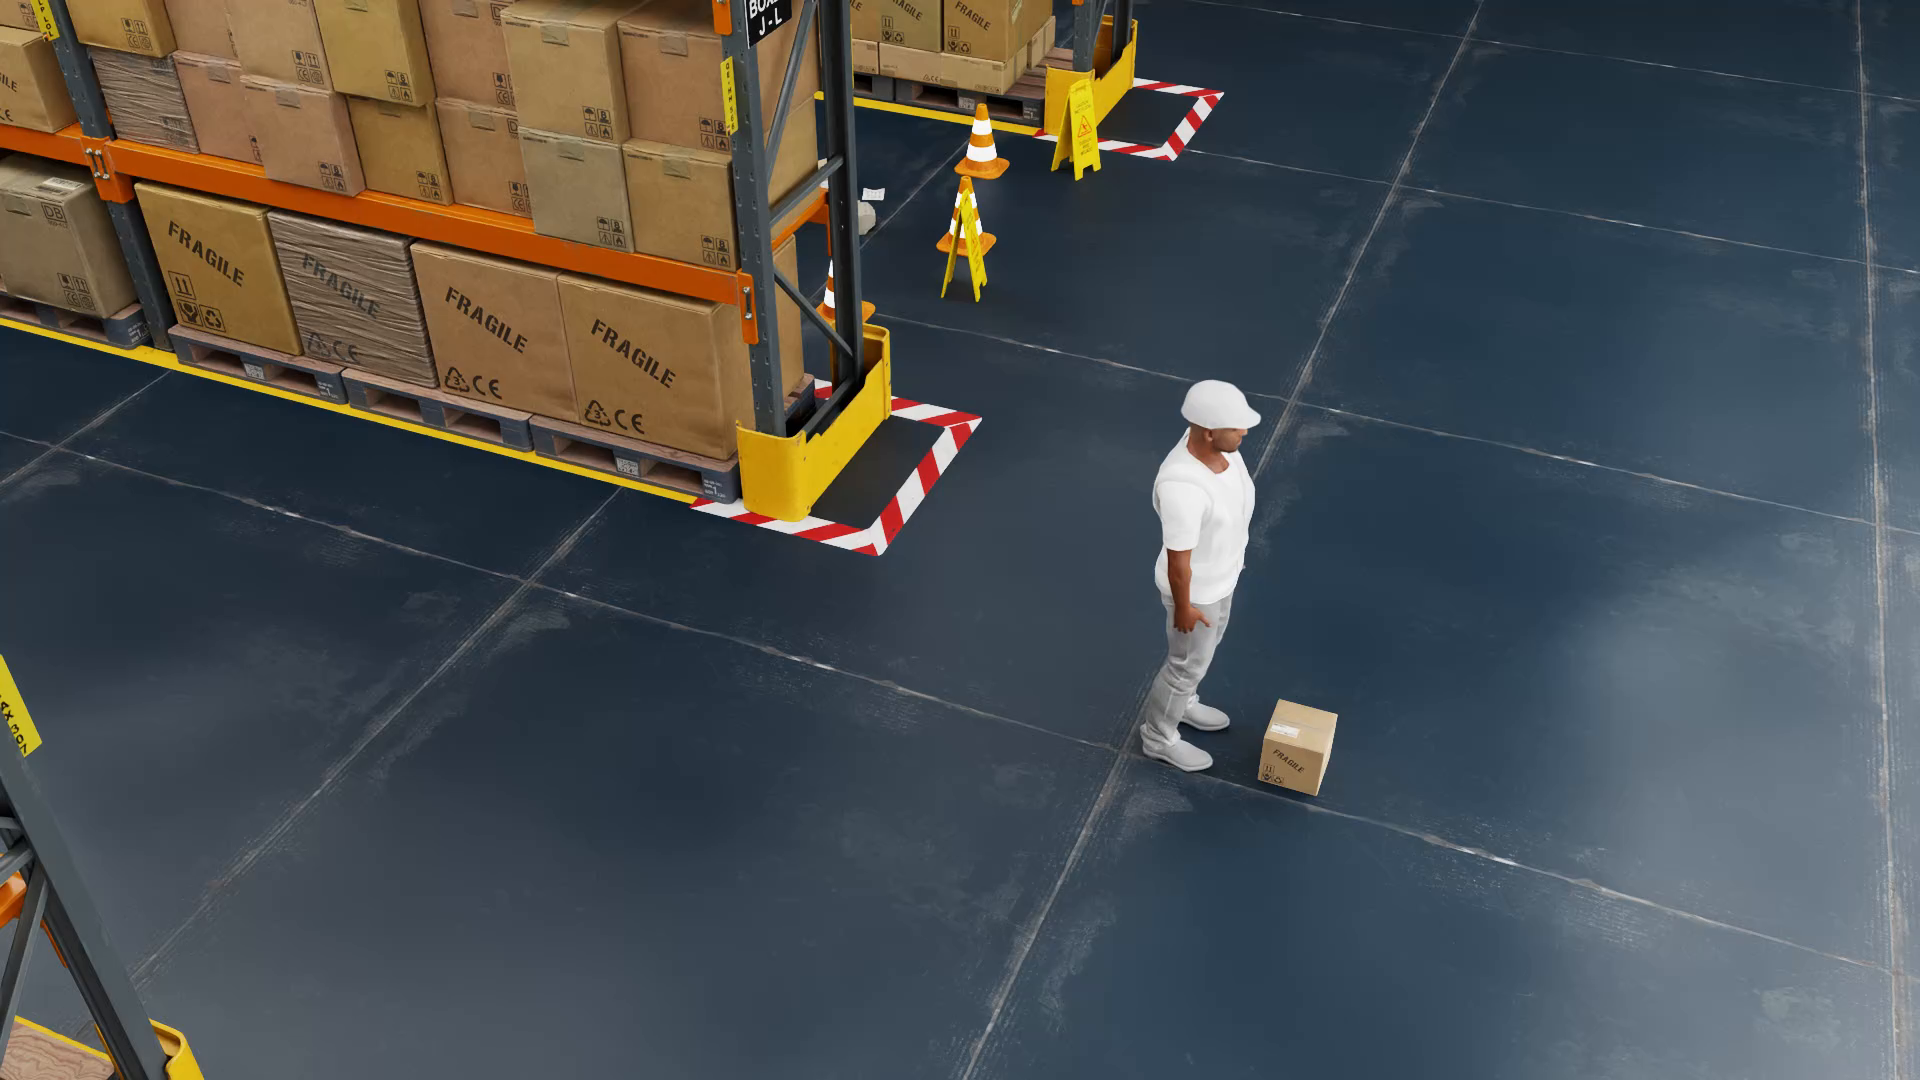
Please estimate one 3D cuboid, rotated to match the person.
[{"bbox_3d":[0.955,0.132,6.630,0.362,1.760,0.565,15,40,19],"label":"person"}]
